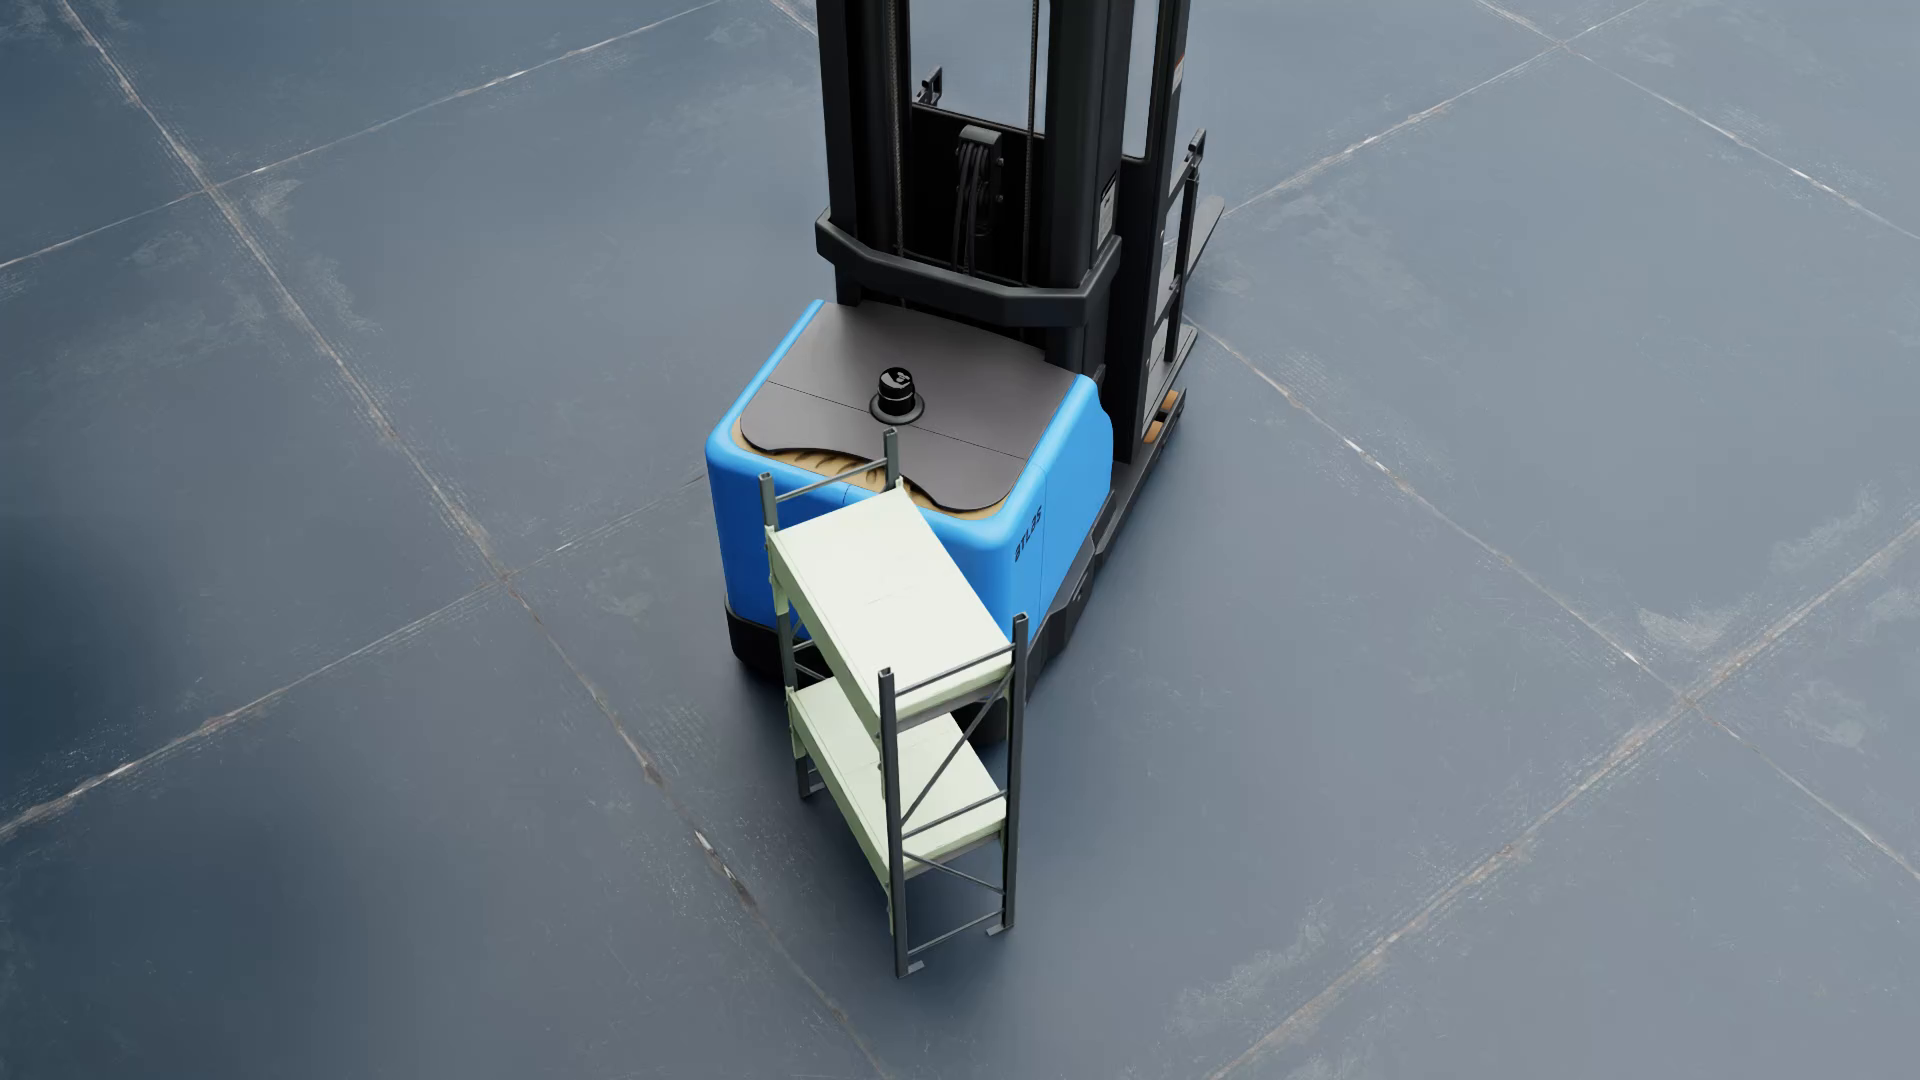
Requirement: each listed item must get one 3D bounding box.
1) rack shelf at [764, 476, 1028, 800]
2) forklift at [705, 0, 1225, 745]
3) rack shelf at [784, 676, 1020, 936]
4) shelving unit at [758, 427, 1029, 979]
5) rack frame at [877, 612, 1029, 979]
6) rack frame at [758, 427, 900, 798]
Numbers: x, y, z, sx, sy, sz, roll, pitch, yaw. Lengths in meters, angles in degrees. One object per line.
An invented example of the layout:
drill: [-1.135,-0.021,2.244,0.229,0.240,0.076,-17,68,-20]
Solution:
rack shelf: [-0.182,0.251,4.484,0.431,0.370,0.720,-21,51,-18]
forklift: [0.251,-1.411,5.551,1.130,2.935,3.031,18,50,16]
rack shelf: [-0.182,0.732,5.014,0.431,0.370,0.720,-21,51,-18]
shelving unit: [-0.182,0.513,4.773,0.431,1.500,0.755,-21,51,-18]
rack frame: [-0.014,0.754,4.554,0.400,1.500,0.023,-21,51,-18]
rack frame: [-0.350,0.272,4.991,0.400,1.500,0.023,-21,51,-18]
